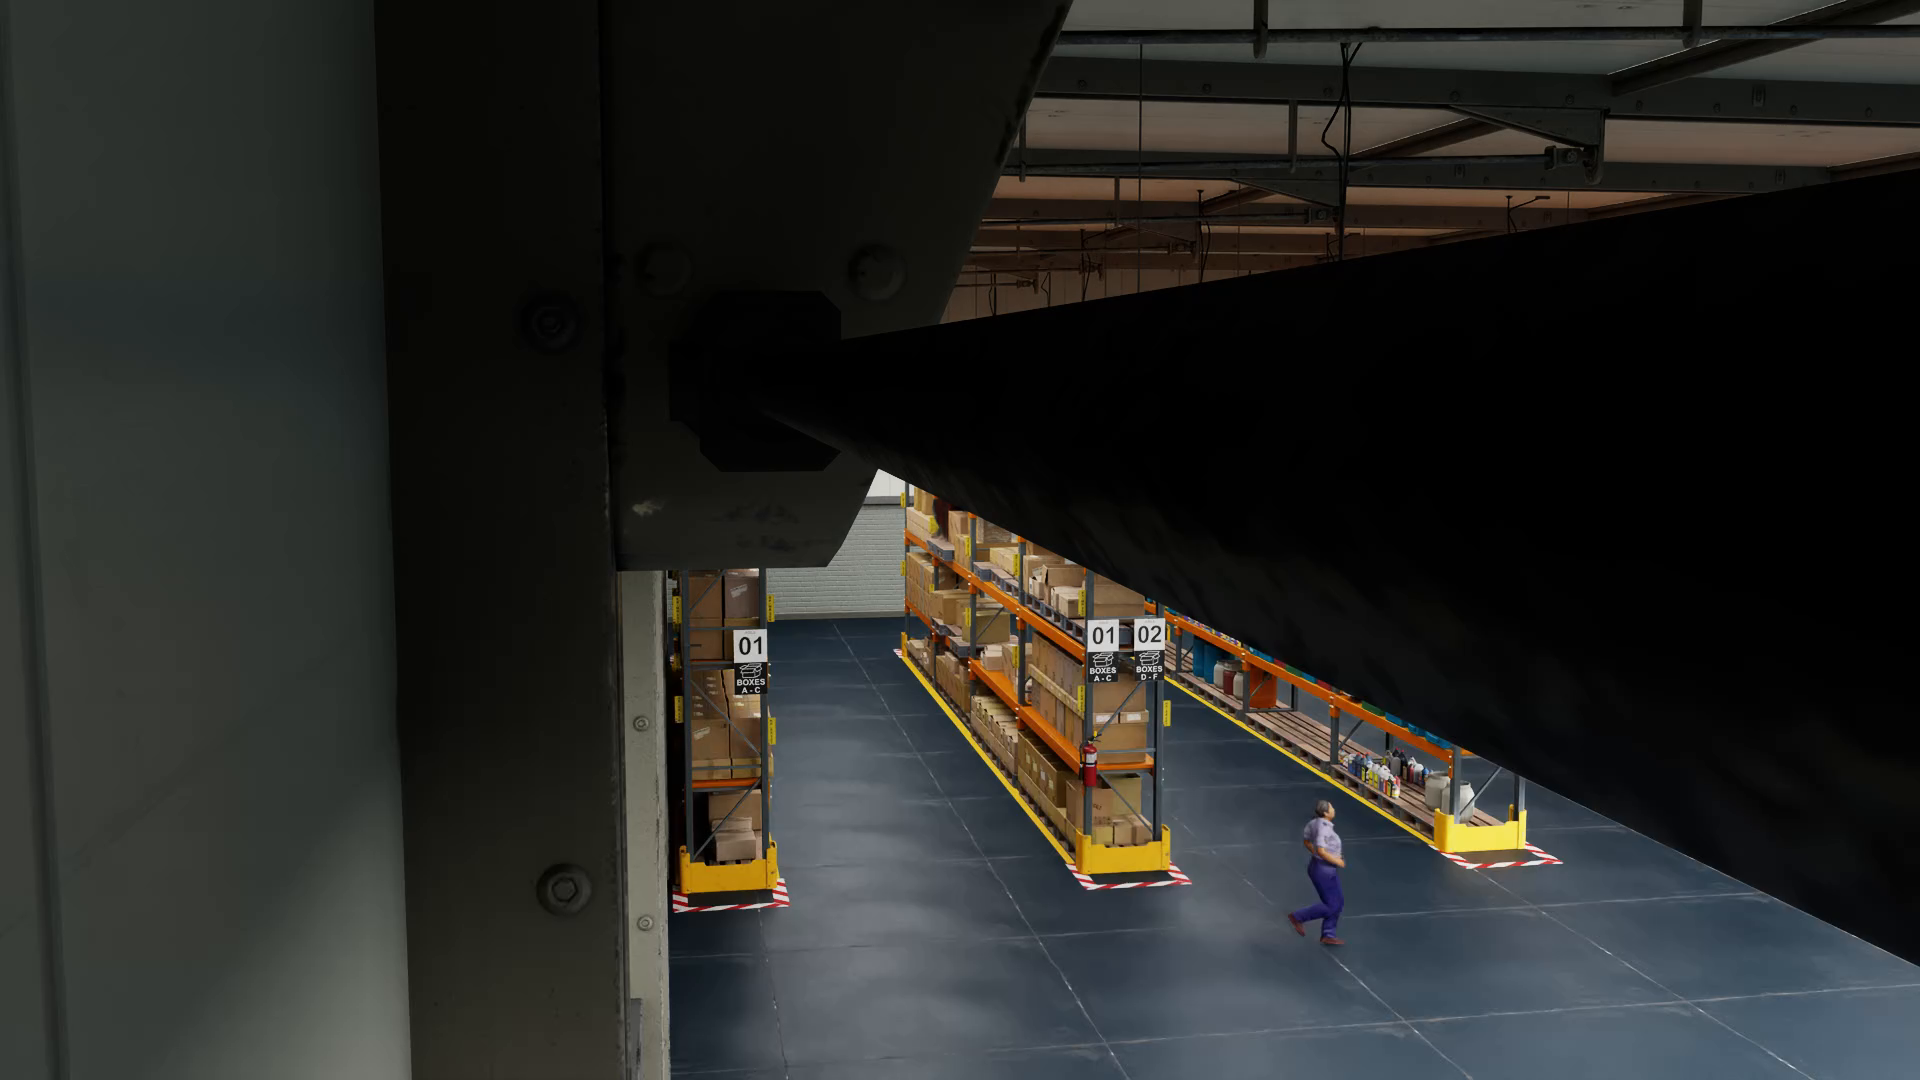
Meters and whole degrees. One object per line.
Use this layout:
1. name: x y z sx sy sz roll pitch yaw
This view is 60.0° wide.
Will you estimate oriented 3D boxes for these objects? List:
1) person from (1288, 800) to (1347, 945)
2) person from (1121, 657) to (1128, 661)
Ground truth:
1. person: 3.930 3.654 18.220 0.666 1.635 0.602 0 6 0
2. person: 2.926 2.269 31.205 0.650 1.706 0.740 -1 6 -12
